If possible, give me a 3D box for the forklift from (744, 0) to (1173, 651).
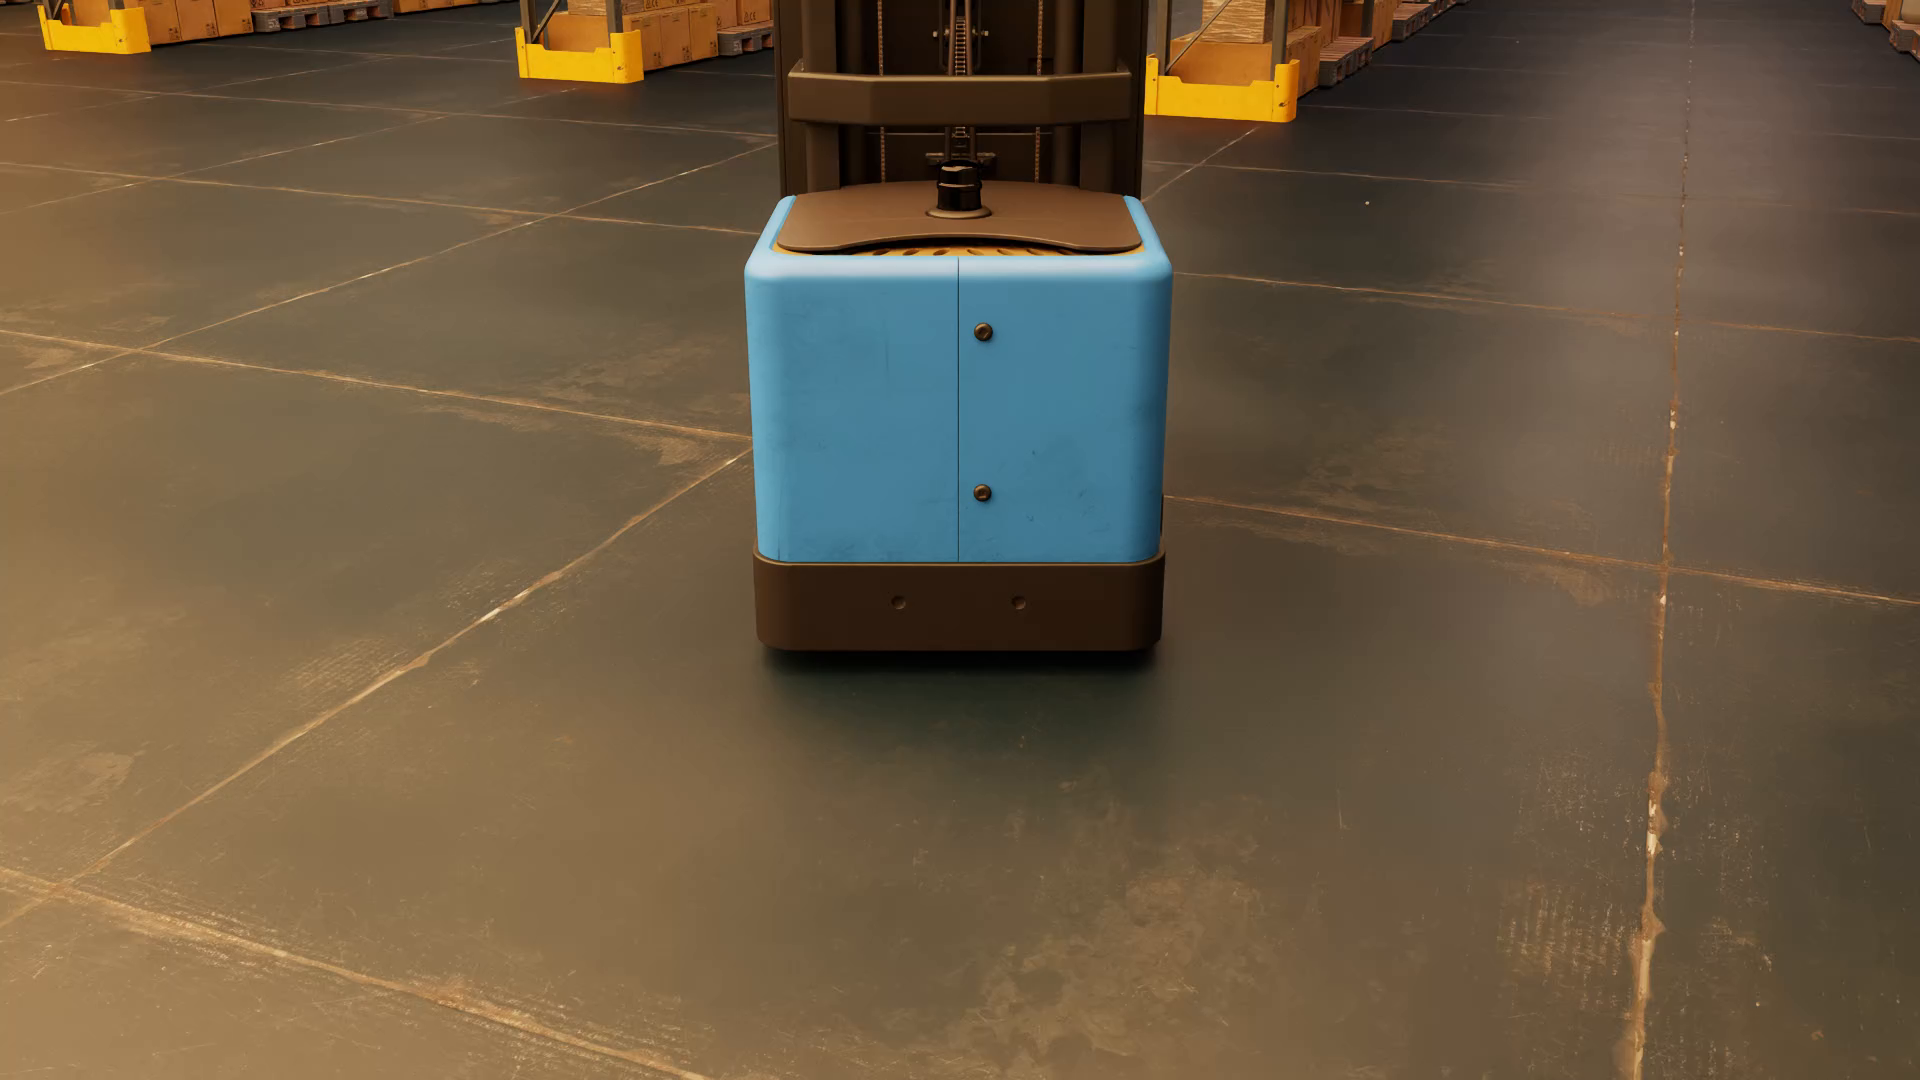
[{"bbox_3d":[0.002,-1.587,5.089,1.130,2.935,3.031,0,23,0],"label":"forklift"}]
